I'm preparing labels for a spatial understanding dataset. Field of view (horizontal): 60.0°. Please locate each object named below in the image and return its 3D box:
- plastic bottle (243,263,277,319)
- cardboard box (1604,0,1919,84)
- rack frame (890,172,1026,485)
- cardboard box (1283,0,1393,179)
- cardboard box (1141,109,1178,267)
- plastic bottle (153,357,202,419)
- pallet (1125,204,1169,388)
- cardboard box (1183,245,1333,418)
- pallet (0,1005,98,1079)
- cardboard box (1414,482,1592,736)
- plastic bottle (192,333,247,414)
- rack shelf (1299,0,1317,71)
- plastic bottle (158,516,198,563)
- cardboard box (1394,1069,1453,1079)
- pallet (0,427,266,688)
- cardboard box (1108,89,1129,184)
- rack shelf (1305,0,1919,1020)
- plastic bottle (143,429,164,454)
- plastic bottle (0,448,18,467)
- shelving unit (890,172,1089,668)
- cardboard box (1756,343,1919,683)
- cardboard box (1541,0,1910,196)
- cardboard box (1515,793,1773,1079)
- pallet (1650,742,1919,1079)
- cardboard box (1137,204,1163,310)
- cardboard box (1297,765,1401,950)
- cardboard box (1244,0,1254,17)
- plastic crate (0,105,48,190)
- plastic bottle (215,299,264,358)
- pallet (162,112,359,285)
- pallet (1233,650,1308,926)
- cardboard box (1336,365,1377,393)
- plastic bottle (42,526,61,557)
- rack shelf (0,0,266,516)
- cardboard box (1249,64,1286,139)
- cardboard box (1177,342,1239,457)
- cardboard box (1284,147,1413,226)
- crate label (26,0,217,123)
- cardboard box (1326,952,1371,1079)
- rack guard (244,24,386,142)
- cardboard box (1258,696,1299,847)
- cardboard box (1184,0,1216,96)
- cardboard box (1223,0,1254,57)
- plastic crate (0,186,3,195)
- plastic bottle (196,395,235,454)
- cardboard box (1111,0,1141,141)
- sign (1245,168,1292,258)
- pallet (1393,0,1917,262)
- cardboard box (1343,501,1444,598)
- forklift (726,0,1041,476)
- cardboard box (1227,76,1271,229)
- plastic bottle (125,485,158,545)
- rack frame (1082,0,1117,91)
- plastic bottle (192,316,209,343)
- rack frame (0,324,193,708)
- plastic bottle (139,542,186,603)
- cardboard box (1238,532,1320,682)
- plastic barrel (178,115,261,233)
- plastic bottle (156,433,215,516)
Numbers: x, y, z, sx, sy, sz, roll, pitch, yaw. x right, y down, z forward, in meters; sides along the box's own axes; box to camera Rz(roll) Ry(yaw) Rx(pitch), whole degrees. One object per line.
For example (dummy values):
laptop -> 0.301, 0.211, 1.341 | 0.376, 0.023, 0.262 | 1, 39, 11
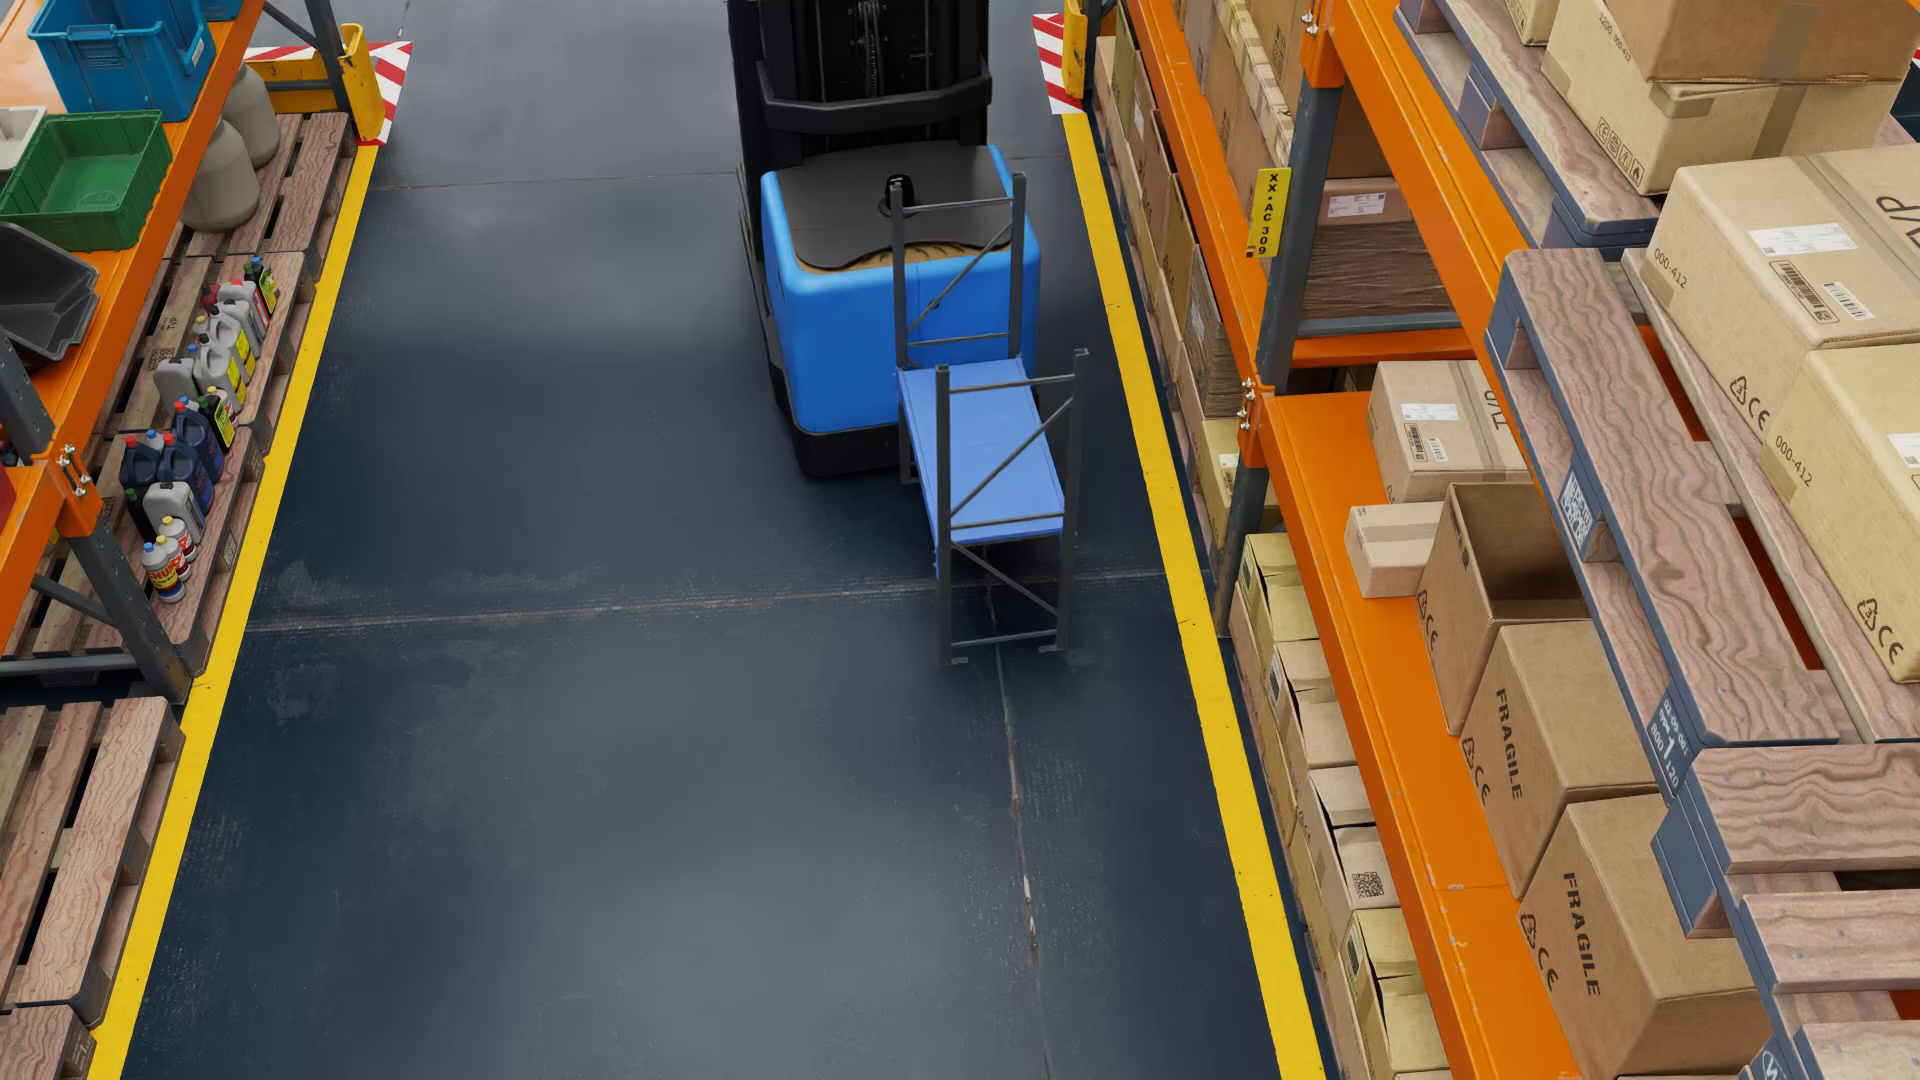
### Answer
plastic bottle -> -3.151, -1.142, 7.470 | 0.061, 0.283, 0.133 | -2, 47, -2
cardboard box -> 1.584, -1.238, 3.224 | 0.500, 0.500, 0.500 | 1, 47, 1
rack frame -> -0.007, -0.793, 6.604 | 0.500, 1.500, 0.032 | -7, 47, -7
cardboard box -> 1.458, -1.516, 5.294 | 0.700, 0.500, 0.500 | -3, 47, -3
cardboard box -> 1.113, -1.579, 7.404 | 0.500, 0.500, 0.500 | -3, 47, -3
plastic bottle -> -3.286, -0.657, 7.016 | 0.152, 0.276, 0.135 | -3, 47, -3
pallet -> 1.371, -1.219, 7.895 | 1.003, 0.211, 1.213 | -3, 47, -3
cardboard box -> 1.214, -0.856, 6.720 | 0.500, 0.500, 0.500 | -3, 47, -3
pallet -> -3.225, 1.993, 4.854 | 1.003, 0.211, 1.213 | -3, 47, -3
cardboard box -> 1.593, 0.189, 4.573 | 0.500, 0.500, 0.500 | 0, 47, 0
plastic bottle -> -3.140, -0.710, 7.015 | 0.144, 0.351, 0.185 | -4, 47, -4
rack shelf -> 1.334, -2.946, 6.040 | 1.077, 0.370, 4.000 | -3, 47, -3
plastic bottle -> -3.042, -0.010, 6.454 | 0.097, 0.201, 0.097 | 0, 47, 0
cardboard box -> 1.457, 1.683, 4.445 | 0.500, 0.311, 0.500 | -4, 47, -4
pallet -> -3.450, 0.054, 6.690 | 1.003, 0.211, 1.213 | -3, 47, -3
cardboard box -> 1.035, -2.045, 8.362 | 0.500, 0.250, 0.500 | -3, 47, -3
rack shelf -> 1.669, -0.052, 3.299 | 1.077, 0.370, 4.000 | -3, 47, -3
plastic bottle -> -3.221, -0.336, 6.715 | 0.097, 0.271, 0.097 | 0, 47, 0
plastic bottle -> -3.792, -0.244, 6.573 | 0.144, 0.351, 0.185 | -6, 47, -5
shelving unit -> 0.081, -0.429, 6.260 | 0.538, 1.500, 1.048 | -7, 47, -7
cardboard box -> 1.644, -0.063, 2.628 | 0.500, 0.250, 0.500 | -4, 47, -4
cardboard box -> 1.592, -0.995, 3.511 | 0.500, 0.250, 0.500 | -8, 47, -7
cardboard box -> 1.679, 0.932, 3.869 | 0.500, 0.500, 0.500 | -6, 47, -5
pallet -> 1.690, 0.727, 2.196 | 1.213, 0.211, 1.003 | -2, 47, -1
cardboard box -> 1.114, -1.321, 7.676 | 0.500, 0.250, 0.500 | -3, 47, -3
cardboard box -> 1.369, 0.945, 5.144 | 0.500, 0.311, 0.500 | -5, 47, -5
cardboard box -> 1.373, -2.244, 5.983 | 0.700, 0.500, 0.500 | -4, 47, -3
plastic crate -> -3.823, -1.485, 6.409 | 0.530, 0.136, 0.437 | -3, 47, -3
plastic bottle -> -3.174, -0.939, 7.282 | 0.152, 0.276, 0.135 | -5, 47, -4
pallet -> -3.654, -1.711, 8.362 | 1.003, 0.211, 1.213 | -3, 47, -3
pallet -> 1.602, 0.775, 6.007 | 1.003, 0.211, 1.213 | -3, 47, -3
cardboard box -> 1.775, -0.526, 6.407 | 0.500, 0.500, 0.500 | -3, 47, -3
plastic bottle -> -3.632, -0.114, 6.450 | 0.144, 0.351, 0.185 | -3, 47, -3
rack shelf -> -3.602, -1.616, 6.847 | 1.077, 0.370, 4.000 | -3, 47, -3
cardboard box -> 1.222, -1.524, 5.749 | 0.380, 0.149, 0.250 | -5, 47, -4
cardboard box -> 1.213, -0.598, 6.992 | 0.500, 0.250, 0.500 | -3, 47, -3
cardboard box -> 1.265, -1.156, 5.400 | 0.380, 0.149, 0.250 | -4, 47, -3
crate label -> -3.346, -2.007, 6.697 | 0.502, 0.435, 0.616 | -3, 47, -3
cardboard box -> 1.417, 1.506, 4.999 | 0.500, 0.250, 0.500 | -3, 47, -3
rack guard -> -3.717, -2.399, 8.814 | 1.175, 0.500, 0.348 | -3, 47, -3
cardboard box -> 1.330, 0.763, 5.702 | 0.500, 0.250, 0.500 | -2, 47, -2
cardboard box -> 1.325, -2.185, 6.821 | 0.700, 0.500, 0.500 | -2, 47, -2
cardboard box -> 1.182, -1.892, 6.097 | 0.380, 0.149, 0.250 | -4, 47, -3
plastic crate -> -3.798, -1.149, 6.012 | 0.499, 0.251, 0.616 | -3, 47, -3
plastic bottle -> -3.077, -0.501, 6.863 | 0.061, 0.283, 0.133 | -2, 47, -2
cardboard box -> 1.033, -2.302, 8.089 | 0.500, 0.500, 0.500 | -3, 47, -3
sign -> 0.948, -1.005, 5.121 | 0.100, 0.325, 0.005 | -3, 47, -3
pallet -> 1.588, -1.043, 3.874 | 0.805, 0.209, 1.217 | -5, 47, -5
cardboard box -> 1.372, 0.025, 4.970 | 0.380, 0.149, 0.250 | -3, 47, -3
forklift -> -0.473, -2.367, 7.110 | 1.130, 2.935, 3.031 | -9, 47, -8
cardboard box -> 1.407, -1.451, 6.126 | 0.700, 0.500, 0.500 | -4, 47, -4
plastic bottle -> -3.185, -0.116, 6.498 | 0.061, 0.283, 0.133 | -3, 47, -3
rack frame -> 1.166, -3.609, 8.238 | 1.000, 3.000, 0.127 | -3, 47, -3
plastic bottle -> -3.297, -0.892, 7.290 | 0.097, 0.201, 0.097 | 0, 47, 0
rack frame -> -3.435, -0.416, 5.215 | 1.000, 3.000, 0.127 | -3, 47, -3
plastic bottle -> -3.025, 0.113, 6.289 | 0.097, 0.271, 0.097 | 0, 47, 0
cardboard box -> 1.288, 0.208, 5.842 | 0.500, 0.311, 0.500 | -3, 47, -3
plastic barrel -> -3.597, -1.765, 7.917 | 0.421, 0.512, 0.421 | 0, 47, 0
plastic bottle -> -3.089, -0.266, 6.594 | 0.144, 0.351, 0.185 | -2, 47, -2
